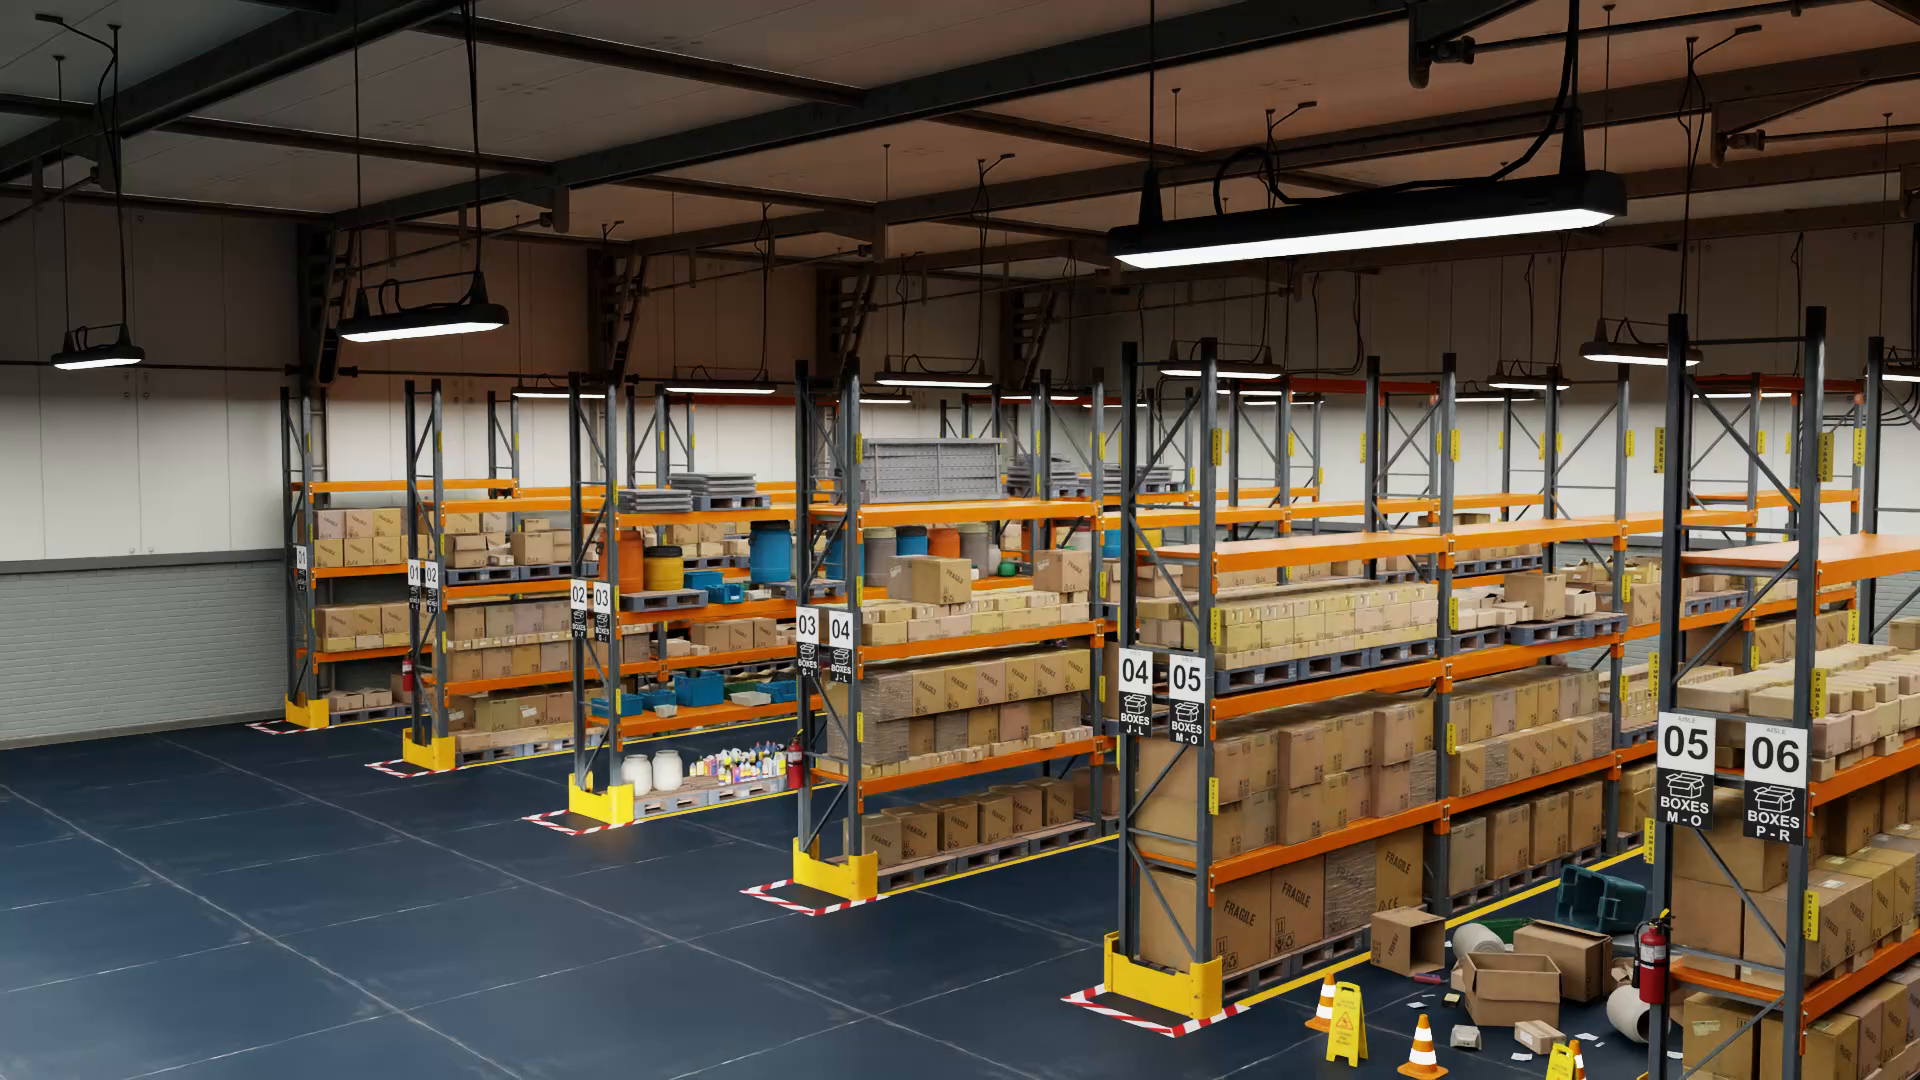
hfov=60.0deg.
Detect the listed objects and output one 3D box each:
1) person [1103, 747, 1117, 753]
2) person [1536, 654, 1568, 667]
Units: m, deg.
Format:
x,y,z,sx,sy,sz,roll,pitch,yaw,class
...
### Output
x,y,z,sx,sy,sz,roll,pitch,yaw,class
2.588,2.573,27.022,0.558,1.815,0.626,-3,5,-42,person
9.709,2.539,27.284,0.610,1.775,0.614,-3,5,-43,person
